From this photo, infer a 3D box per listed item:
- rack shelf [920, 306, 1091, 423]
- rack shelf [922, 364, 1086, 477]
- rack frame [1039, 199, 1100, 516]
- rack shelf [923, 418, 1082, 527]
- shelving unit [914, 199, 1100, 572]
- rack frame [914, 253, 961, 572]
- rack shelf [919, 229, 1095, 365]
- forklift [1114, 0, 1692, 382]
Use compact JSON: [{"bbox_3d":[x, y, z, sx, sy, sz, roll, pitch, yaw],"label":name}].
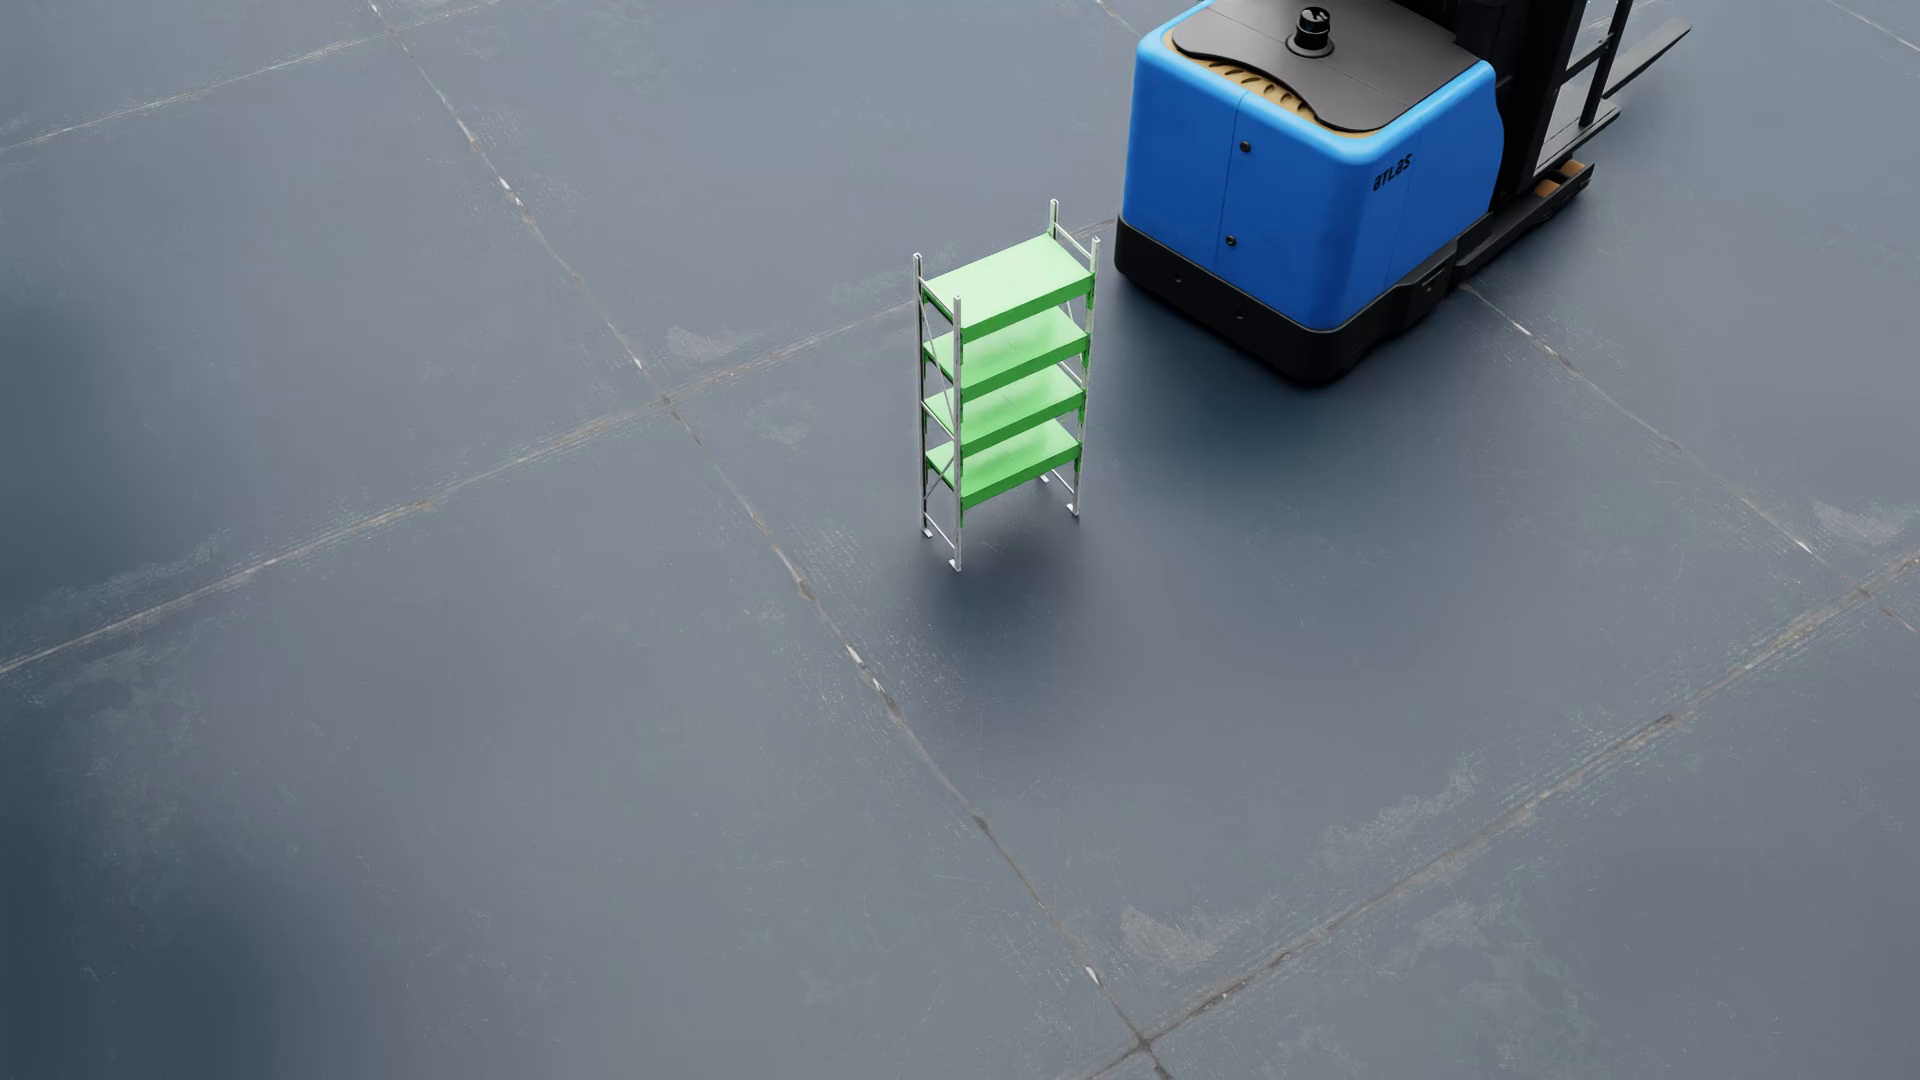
[{"bbox_3d":[0.140,-0.582,5.229,0.480,0.148,0.258,-25,53,-21],"label":"rack shelf"},{"bbox_3d":[0.140,-0.423,5.408,0.480,0.148,0.258,-25,53,-21],"label":"rack shelf"},{"bbox_3d":[0.346,-0.562,5.447,0.015,1.200,0.240,-25,53,-21],"label":"rack frame"},{"bbox_3d":[0.140,-0.263,5.588,0.480,0.148,0.258,-25,53,-21],"label":"rack shelf"},{"bbox_3d":[0.140,-0.465,5.361,0.503,1.200,0.258,-25,53,-21],"label":"shelving unit"},{"bbox_3d":[-0.066,-0.368,5.274,0.015,1.200,0.240,-25,53,-21],"label":"rack frame"},{"bbox_3d":[0.140,-0.742,5.050,0.480,0.148,0.258,-25,53,-21],"label":"rack shelf"},{"bbox_3d":[2.015,-2.555,6.063,3.031,2.935,1.130,-37,58,-28],"label":"forklift"}]
